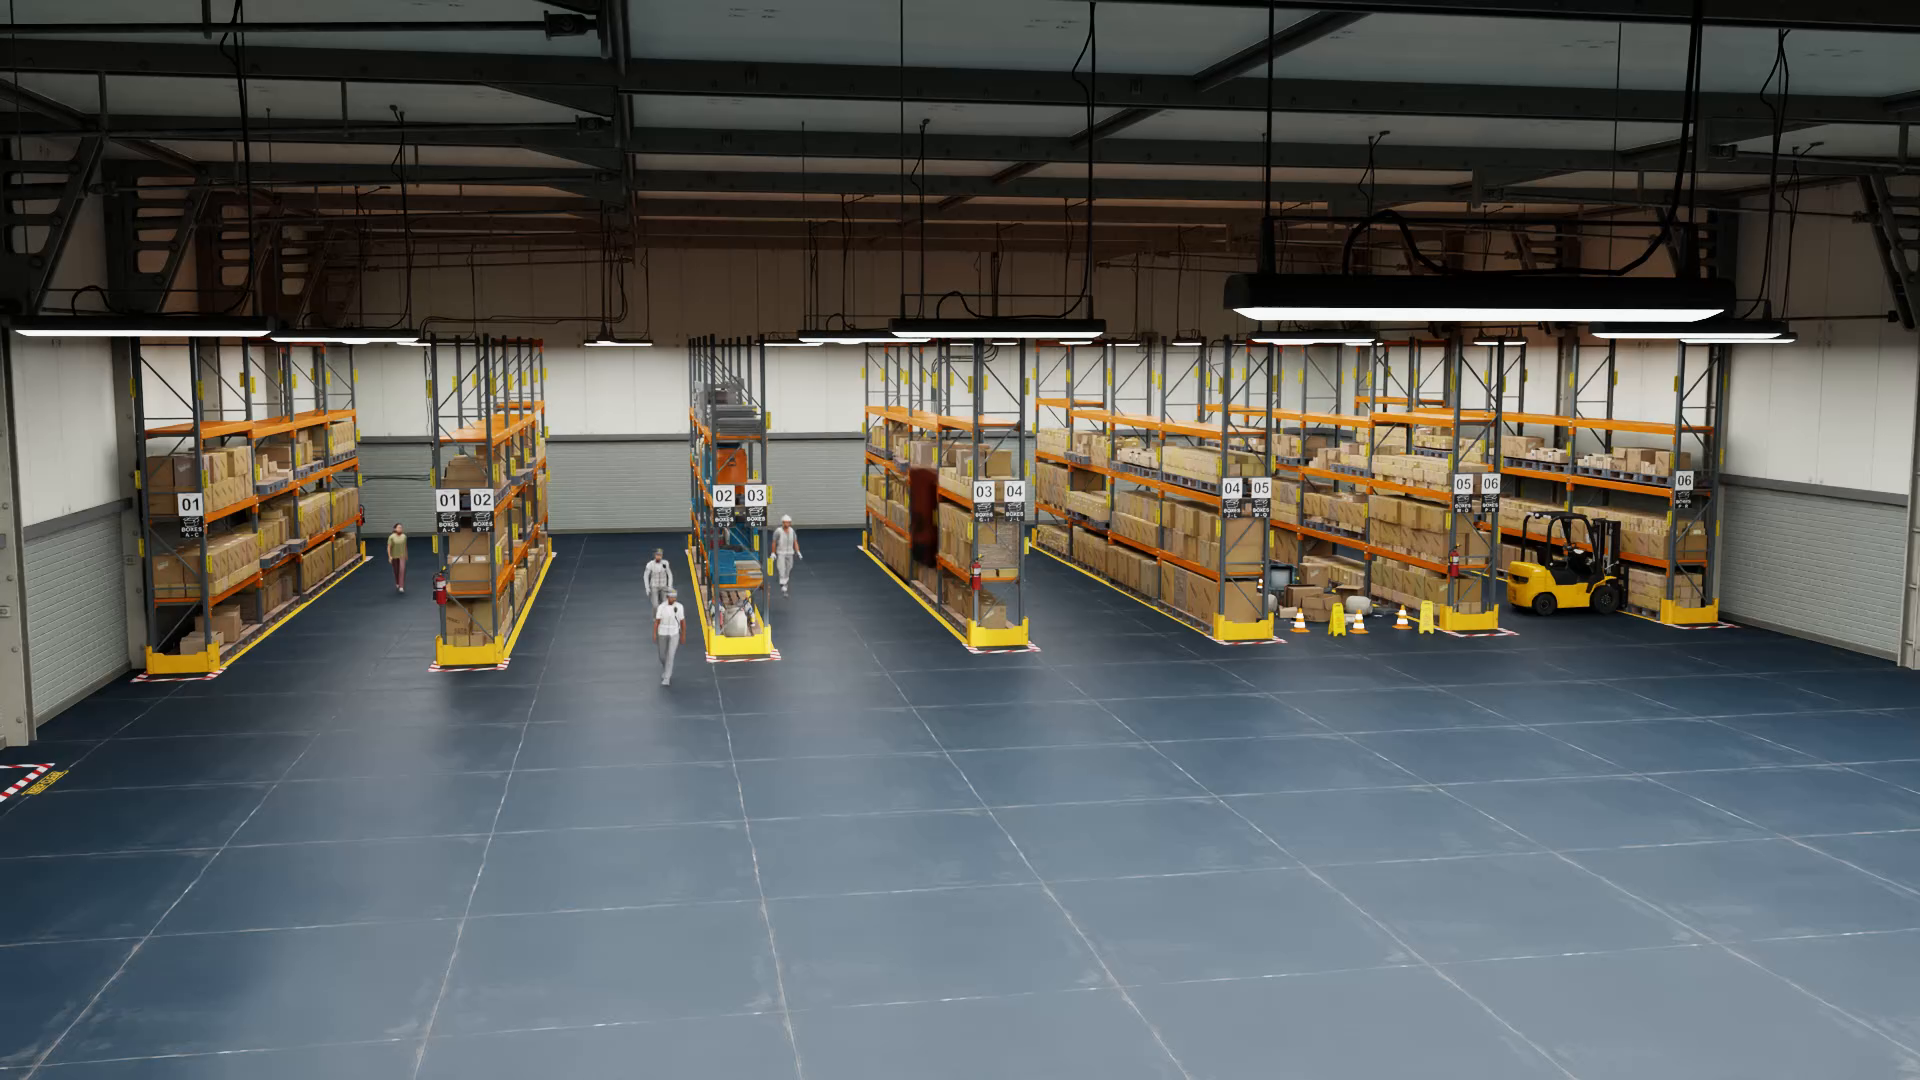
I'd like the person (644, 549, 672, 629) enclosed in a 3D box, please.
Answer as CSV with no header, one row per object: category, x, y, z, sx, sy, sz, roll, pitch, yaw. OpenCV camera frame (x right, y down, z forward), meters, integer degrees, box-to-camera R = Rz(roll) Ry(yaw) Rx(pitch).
person,-6.252,0.979,34.399,0.583,1.655,0.534,-2,7,-19

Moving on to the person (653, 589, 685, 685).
person,-5.003,1.640,28.633,0.529,1.621,0.937,0,7,-4

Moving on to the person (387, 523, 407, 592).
person,-13.344,0.398,39.426,0.422,1.611,1.082,-2,7,-14

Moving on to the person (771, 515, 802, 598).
person,-3.820,0.333,36.697,0.626,1.756,0.938,-3,7,-24
